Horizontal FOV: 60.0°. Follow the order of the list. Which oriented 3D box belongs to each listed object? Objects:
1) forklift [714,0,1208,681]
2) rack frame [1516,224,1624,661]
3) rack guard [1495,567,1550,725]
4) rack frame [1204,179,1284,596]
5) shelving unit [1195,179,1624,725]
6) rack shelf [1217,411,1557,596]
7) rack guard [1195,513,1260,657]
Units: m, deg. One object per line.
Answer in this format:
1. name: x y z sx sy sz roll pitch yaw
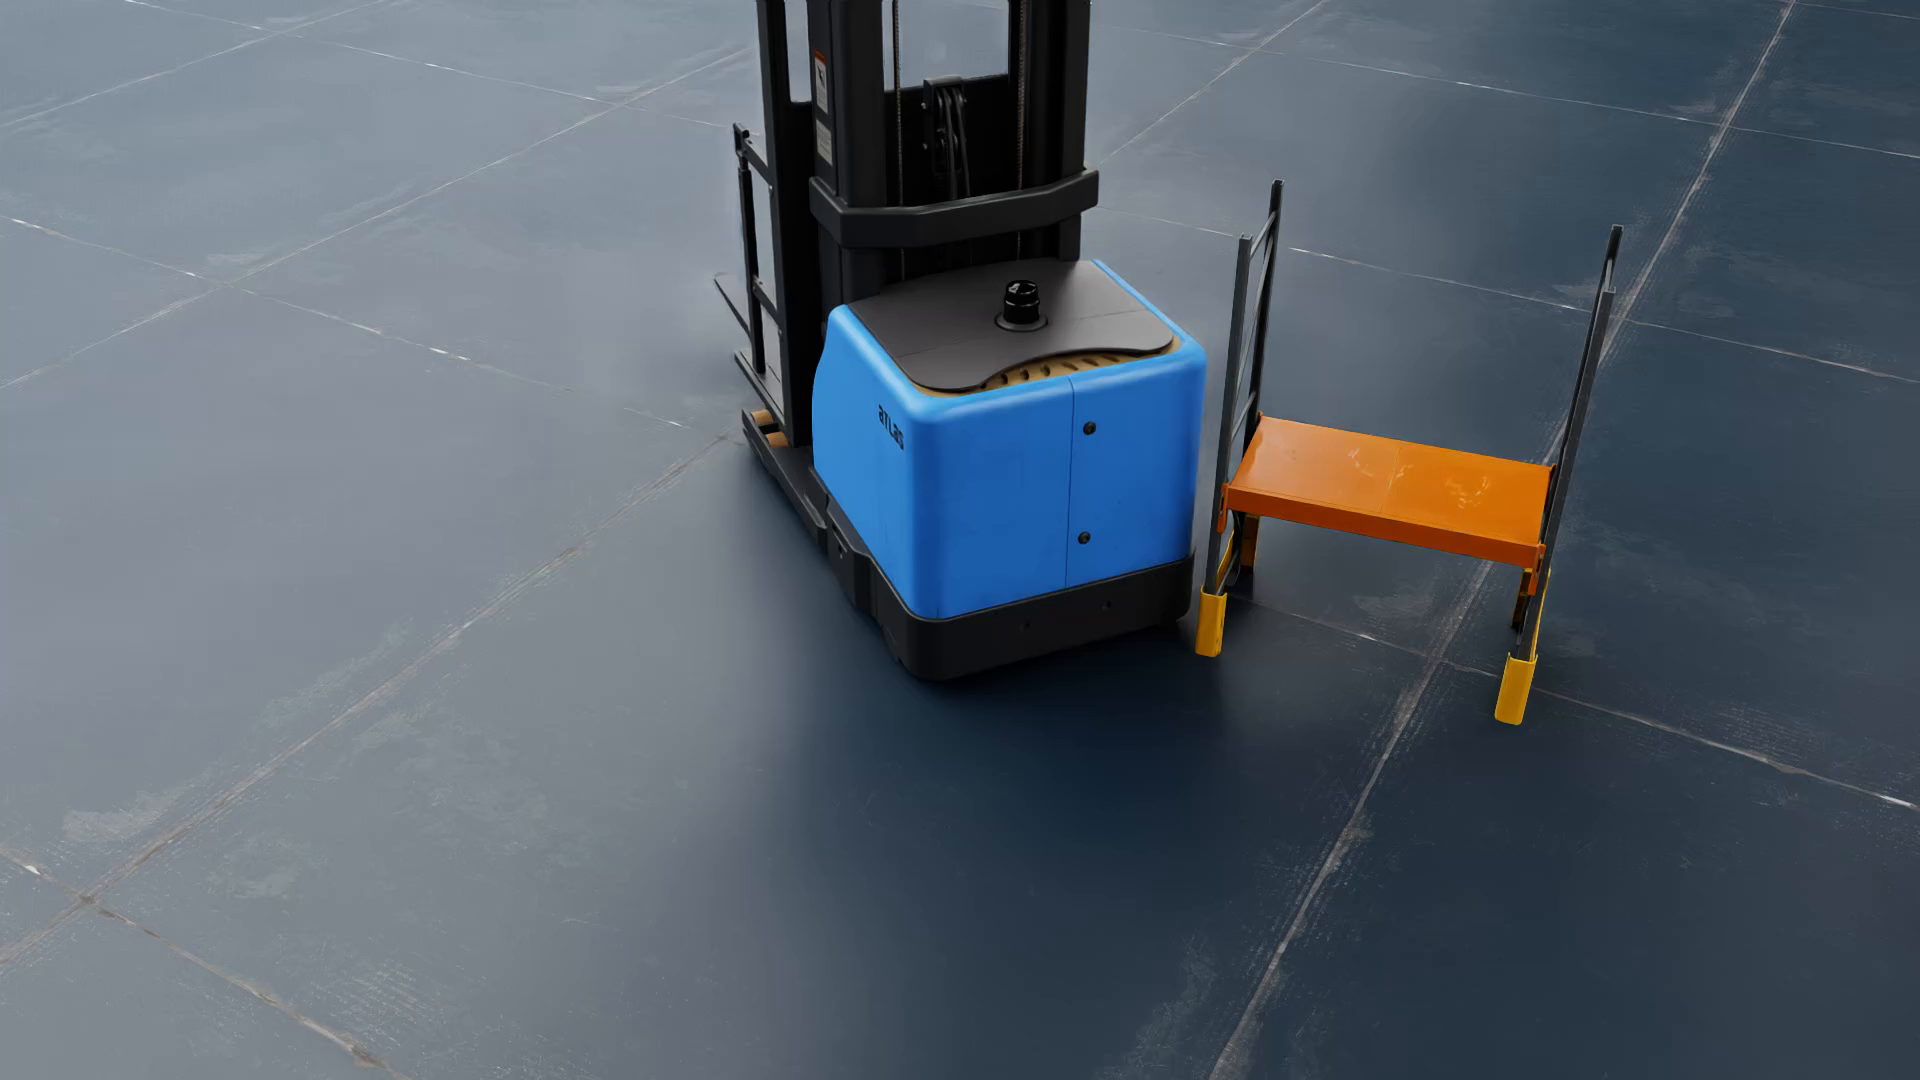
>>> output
1. forklift: -0.239 -1.568 5.960 1.130 2.935 3.031 -13 36 -19
2. rack frame: 1.871 -0.185 5.175 0.032 1.500 0.500 12 35 17
3. rack guard: 1.870 0.335 5.521 0.087 0.250 0.587 12 35 17
4. rack frame: 0.922 -0.386 5.477 0.032 1.500 0.500 12 35 17
5. shelving unit: 1.405 -0.284 5.323 1.083 1.500 0.587 12 35 17
6. rack shelf: 1.396 -0.136 5.425 1.000 0.185 0.538 12 35 17
7. rack guard: 0.940 0.138 5.818 0.087 0.250 0.587 12 35 17
